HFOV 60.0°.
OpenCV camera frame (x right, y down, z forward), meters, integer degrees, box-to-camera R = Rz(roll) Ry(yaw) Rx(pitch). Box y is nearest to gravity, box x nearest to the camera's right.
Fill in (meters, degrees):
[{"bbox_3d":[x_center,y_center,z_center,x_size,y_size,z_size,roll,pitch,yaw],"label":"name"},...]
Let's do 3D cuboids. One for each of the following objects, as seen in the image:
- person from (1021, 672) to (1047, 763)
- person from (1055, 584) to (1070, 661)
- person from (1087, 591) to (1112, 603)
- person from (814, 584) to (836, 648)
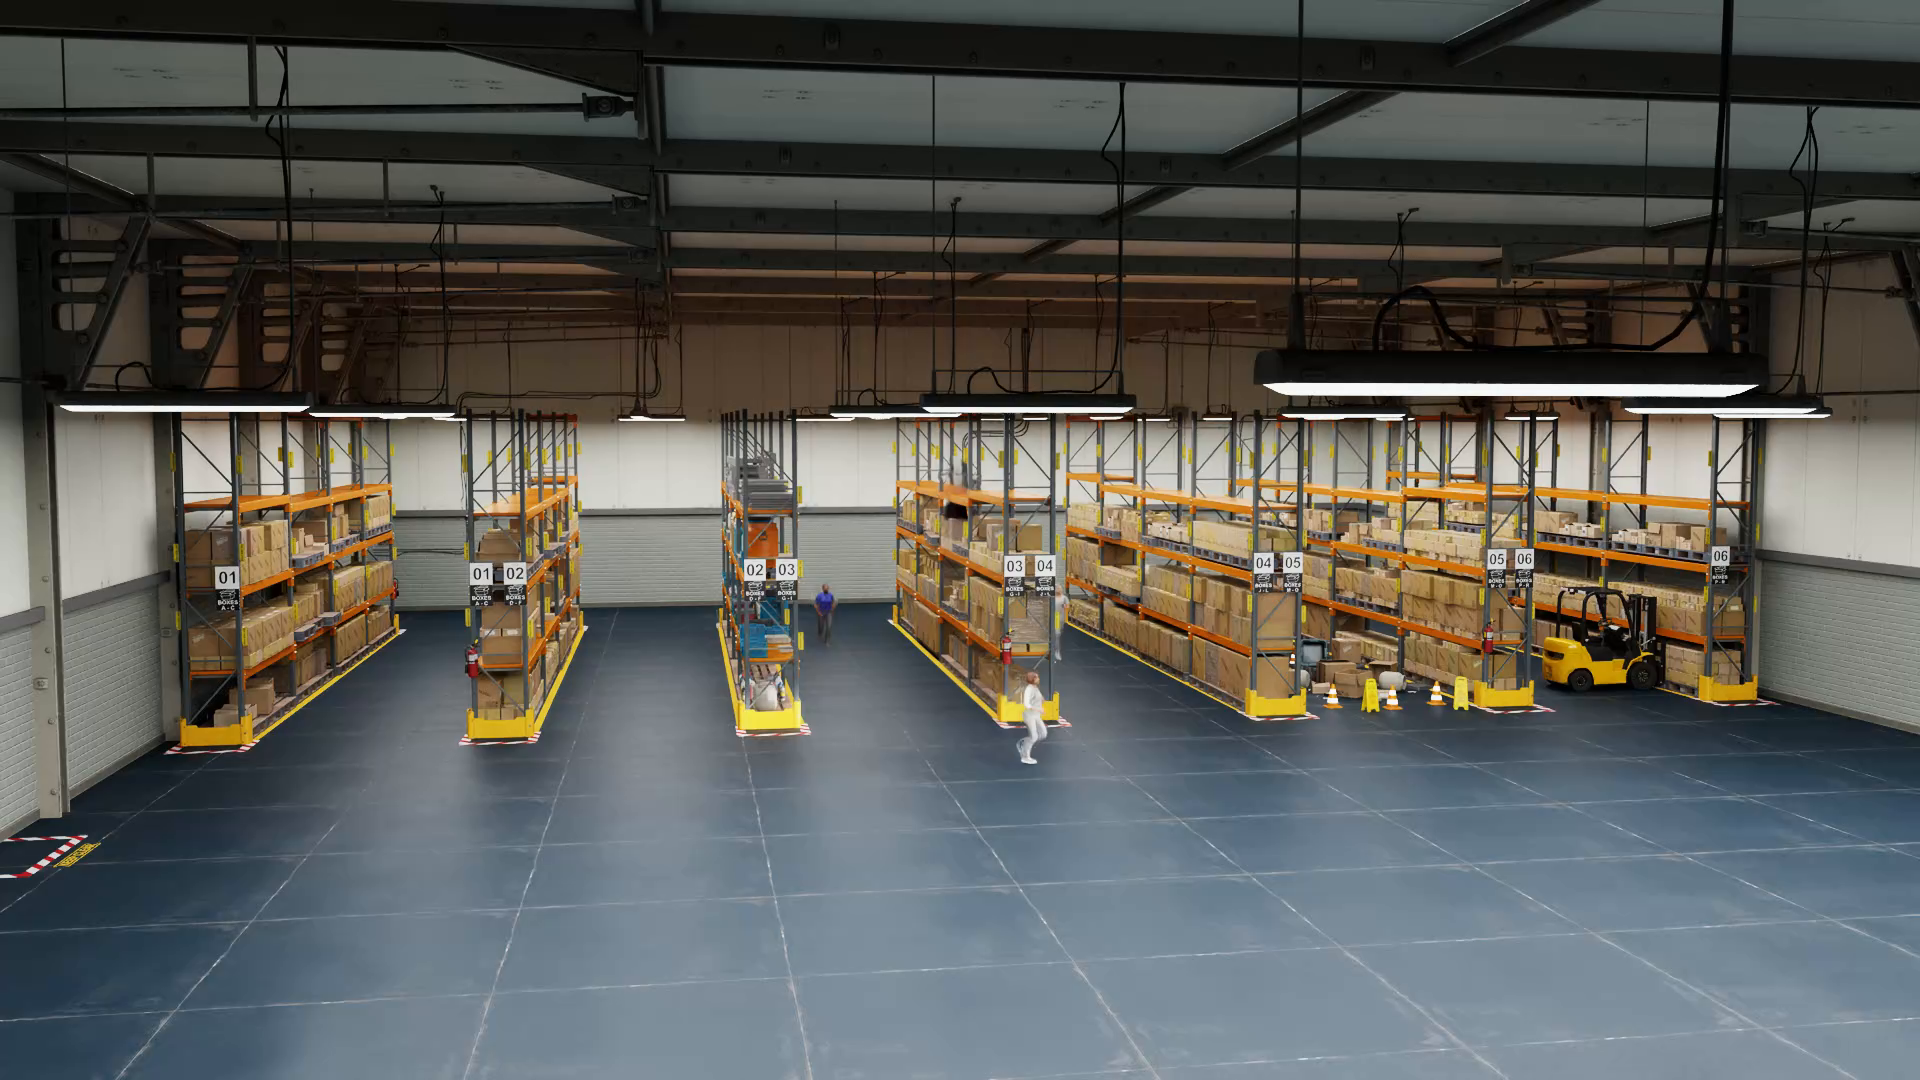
[{"bbox_3d":[1.240,2.986,27.963,0.527,1.562,0.553,2,4,23],"label":"person"},{"bbox_3d":[2.292,1.901,38.845,0.533,1.773,0.723,-2,4,-21],"label":"person"},{"bbox_3d":[4.190,1.383,49.855,0.939,1.852,0.627,-1,4,-15],"label":"person"},{"bbox_3d":[-3.478,1.943,43.005,0.574,1.627,0.822,-1,4,-12],"label":"person"}]
